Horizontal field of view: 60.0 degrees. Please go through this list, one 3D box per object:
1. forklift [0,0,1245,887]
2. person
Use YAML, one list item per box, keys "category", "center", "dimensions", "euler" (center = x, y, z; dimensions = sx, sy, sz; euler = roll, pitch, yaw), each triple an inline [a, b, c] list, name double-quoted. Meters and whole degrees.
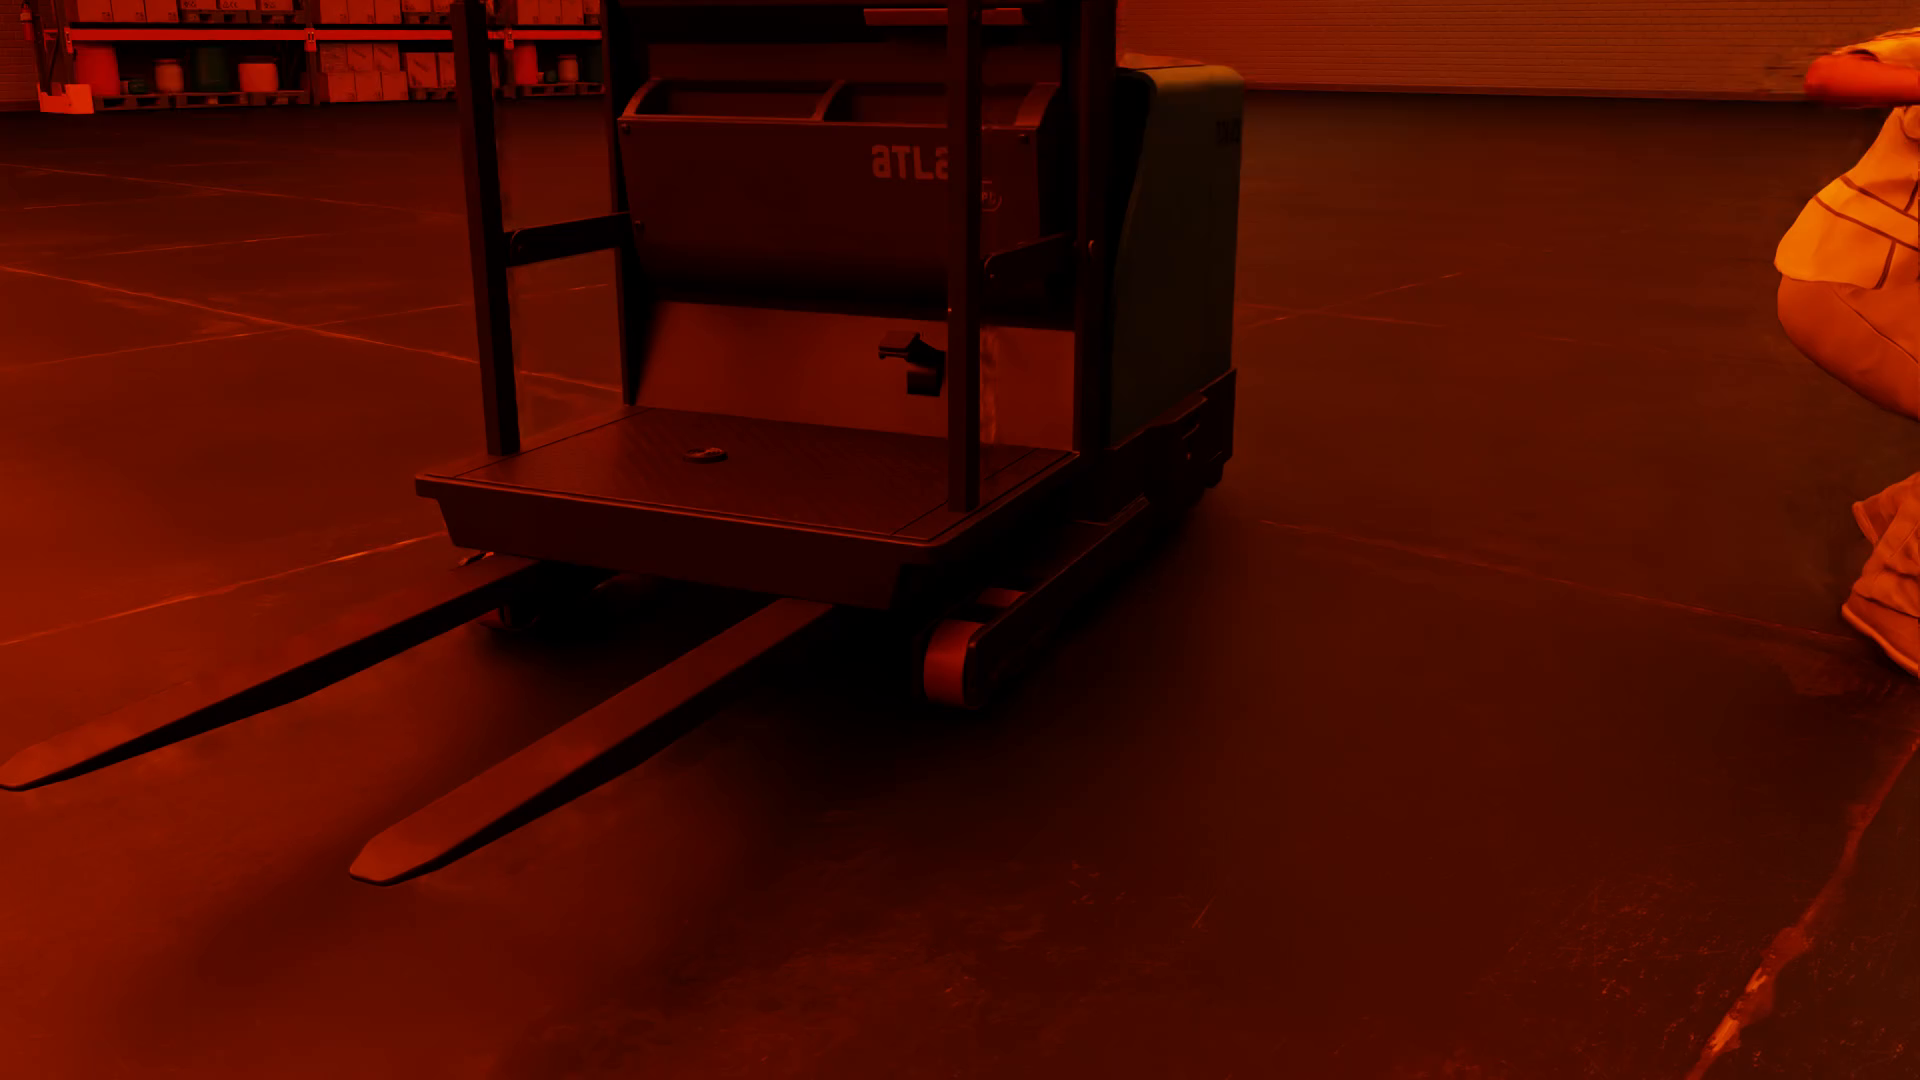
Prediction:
- category: "forklift"
  center: [-0.337, -1.240, 2.981]
  dimensions: [1.130, 2.935, 3.031]
  euler: [7, 18, 23]
- category: "person"
  center: [1.938, -0.436, 3.013]
  dimensions: [0.730, 1.398, 0.950]
  euler: [-7, 18, -22]
